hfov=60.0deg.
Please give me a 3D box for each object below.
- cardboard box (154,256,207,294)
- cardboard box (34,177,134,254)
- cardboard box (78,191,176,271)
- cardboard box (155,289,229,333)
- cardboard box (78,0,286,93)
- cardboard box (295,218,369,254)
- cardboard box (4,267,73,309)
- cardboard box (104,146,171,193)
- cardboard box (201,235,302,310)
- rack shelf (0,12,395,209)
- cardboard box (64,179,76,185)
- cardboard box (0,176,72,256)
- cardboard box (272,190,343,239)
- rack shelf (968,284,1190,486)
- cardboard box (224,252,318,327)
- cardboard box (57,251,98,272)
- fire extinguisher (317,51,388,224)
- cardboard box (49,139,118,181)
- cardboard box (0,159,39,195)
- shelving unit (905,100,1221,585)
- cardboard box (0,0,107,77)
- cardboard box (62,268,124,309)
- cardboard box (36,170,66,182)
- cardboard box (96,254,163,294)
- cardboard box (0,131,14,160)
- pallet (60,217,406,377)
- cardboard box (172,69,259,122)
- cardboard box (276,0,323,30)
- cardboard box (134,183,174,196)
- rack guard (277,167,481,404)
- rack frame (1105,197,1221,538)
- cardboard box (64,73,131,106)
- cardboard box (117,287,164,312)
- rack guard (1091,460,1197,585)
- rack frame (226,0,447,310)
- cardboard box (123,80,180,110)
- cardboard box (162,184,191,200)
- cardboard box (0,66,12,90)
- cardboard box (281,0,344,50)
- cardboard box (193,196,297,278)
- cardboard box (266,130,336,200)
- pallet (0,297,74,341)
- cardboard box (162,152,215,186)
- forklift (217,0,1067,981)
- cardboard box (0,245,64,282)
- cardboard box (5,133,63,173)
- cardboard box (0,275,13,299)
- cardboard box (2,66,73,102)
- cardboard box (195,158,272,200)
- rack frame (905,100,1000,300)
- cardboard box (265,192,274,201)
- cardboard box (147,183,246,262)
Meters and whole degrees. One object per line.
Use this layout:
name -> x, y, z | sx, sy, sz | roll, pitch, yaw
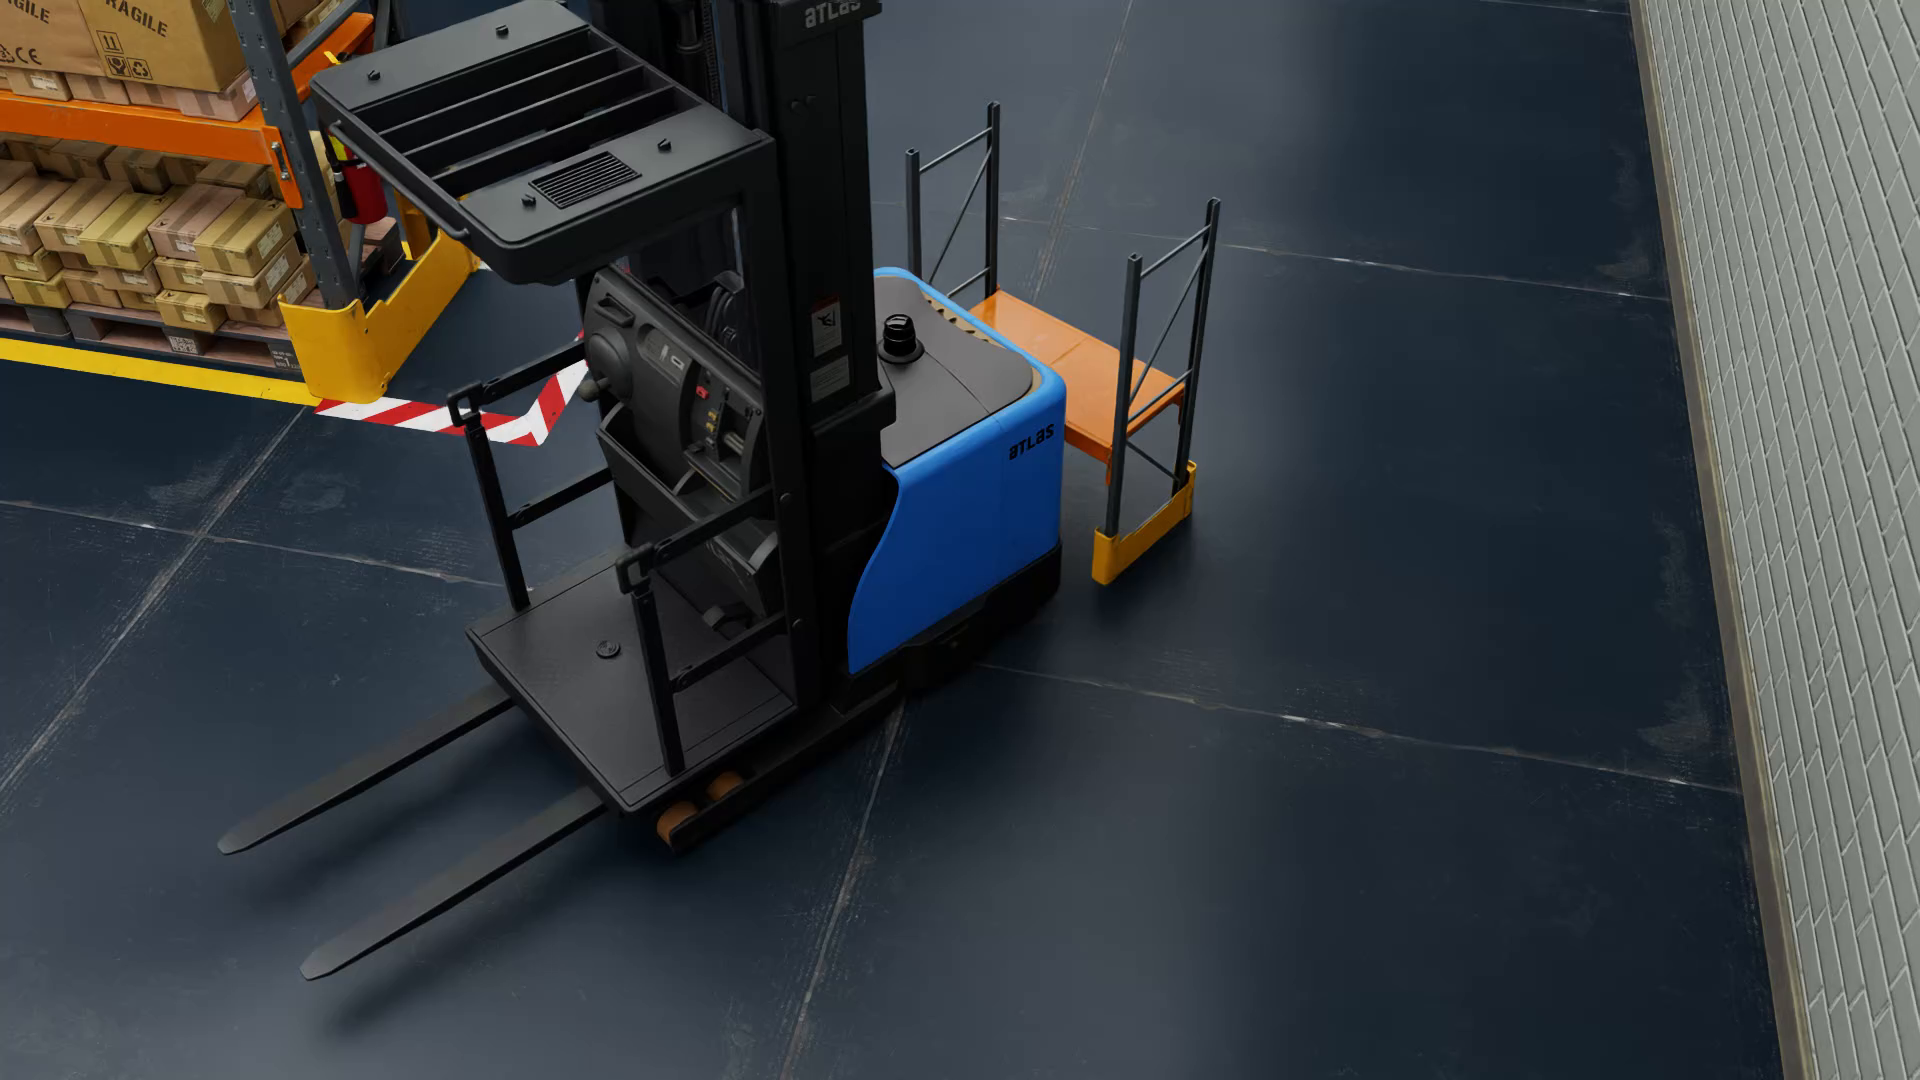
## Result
cardboard box -> -3.381, -1.279, 7.454 | 0.250, 0.149, 0.380 | 8, 44, 8
cardboard box -> -3.884, -1.444, 7.411 | 0.250, 0.149, 0.380 | 7, 44, 7
cardboard box -> -3.645, -1.362, 7.326 | 0.250, 0.149, 0.380 | 8, 44, 8
cardboard box -> -3.392, -1.118, 7.501 | 0.250, 0.149, 0.380 | 10, 45, 10
cardboard box -> -3.055, -2.121, 6.504 | 0.500, 0.500, 0.500 | 10, 45, 10
cardboard box -> -3.002, -1.505, 7.903 | 0.250, 0.149, 0.380 | 10, 45, 10
cardboard box -> -4.138, -1.241, 7.629 | 0.250, 0.149, 0.380 | 7, 44, 7
cardboard box -> -3.771, -1.799, 7.780 | 0.250, 0.149, 0.380 | 7, 44, 7
cardboard box -> -3.138, -1.202, 7.375 | 0.250, 0.149, 0.380 | 8, 44, 8
rack shelf -> -4.512, -2.128, 7.317 | 4.000, 0.370, 1.077 | 9, 45, 9
cardboard box -> -4.035, -1.714, 7.906 | 0.250, 0.149, 0.380 | 7, 44, 7
cardboard box -> -4.158, -1.447, 7.414 | 0.250, 0.149, 0.380 | 10, 45, 11
cardboard box -> -3.015, -1.569, 7.755 | 0.250, 0.149, 0.380 | 11, 45, 11
rack shelf -> 0.357, -0.632, 6.584 | 1.000, 0.185, 0.538 | 31, 52, 28
cardboard box -> -3.119, -1.147, 7.532 | 0.250, 0.149, 0.380 | 10, 45, 10
cardboard box -> -3.885, -1.390, 7.570 | 0.250, 0.149, 0.380 | 8, 45, 9
fire extinguisher -> -2.415, -1.572, 6.545 | 0.183, 0.674, 0.296 | 9, 45, 9
cardboard box -> -4.039, -1.847, 7.830 | 0.250, 0.149, 0.380 | 10, 45, 11
cardboard box -> -4.391, -1.562, 7.534 | 0.250, 0.149, 0.380 | 7, 44, 8
shelving unit -> 0.364, -0.757, 6.455 | 1.083, 1.500, 0.587 | 31, 52, 28
cardboard box -> -3.556, -2.203, 6.589 | 0.500, 0.500, 0.500 | 8, 45, 8
cardboard box -> -3.875, -1.244, 7.633 | 0.250, 0.149, 0.380 | 9, 45, 9
cardboard box -> -4.309, -1.727, 7.920 | 0.250, 0.149, 0.380 | 11, 45, 11
cardboard box -> -3.645, -1.280, 7.455 | 0.250, 0.149, 0.380 | 7, 44, 7
cardboard box -> -4.552, -1.891, 7.876 | 0.250, 0.149, 0.380 | 9, 45, 9
pallet -> -3.419, -1.238, 7.884 | 1.213, 0.211, 1.003 | 9, 45, 9
cardboard box -> -2.940, -1.852, 6.692 | 0.250, 0.149, 0.380 | 9, 45, 9
cardboard box -> -2.938, -2.483, 6.880 | 0.500, 0.500, 0.500 | 11, 45, 11
cardboard box -> -3.755, -1.738, 7.931 | 0.250, 0.149, 0.380 | 10, 45, 10
rack guard -> -2.634, -1.195, 7.631 | 0.348, 0.500, 1.175 | 9, 45, 9
rack frame -> 0.738, -0.528, 6.217 | 0.032, 1.500, 0.500 | 31, 52, 28
cardboard box -> -3.423, -1.943, 6.787 | 0.250, 0.149, 0.380 | 8, 45, 9
cardboard box -> -3.631, -1.216, 7.603 | 0.250, 0.149, 0.380 | 9, 45, 9
rack guard -> 0.738, -0.078, 6.651 | 0.087, 0.250, 0.587 | 31, 52, 28
rack frame -> -2.560, -2.084, 6.753 | 0.127, 3.000, 1.000 | 9, 45, 9
cardboard box -> -3.175, -1.915, 6.758 | 0.250, 0.149, 0.380 | 9, 45, 9
cardboard box -> -3.528, -1.626, 7.814 | 0.250, 0.149, 0.380 | 9, 45, 10
cardboard box -> -3.927, -2.025, 6.872 | 0.250, 0.149, 0.380 | 7, 44, 7
cardboard box -> -2.805, -2.265, 7.121 | 0.250, 0.149, 0.380 | 8, 45, 9
cardboard box -> -3.132, -1.332, 7.294 | 0.250, 0.149, 0.380 | 9, 45, 10
cardboard box -> -2.997, -1.732, 7.711 | 0.250, 0.149, 0.380 | 7, 44, 7
pallet -> -4.606, -1.424, 8.078 | 1.213, 0.211, 1.003 | 9, 45, 9
cardboard box -> -3.510, -1.817, 7.799 | 0.250, 0.149, 0.380 | 9, 45, 9
forklift -> -1.055, -0.421, 5.074 | 3.031, 2.935, 1.130 | -31, 52, -28
cardboard box -> -4.153, -1.350, 7.528 | 0.250, 0.149, 0.380 | 9, 45, 10
cardboard box -> -4.286, -1.918, 7.904 | 0.250, 0.149, 0.380 | 9, 45, 10
cardboard box -> -4.400, -1.296, 7.686 | 0.250, 0.149, 0.380 | 10, 45, 10
cardboard box -> -3.677, -1.966, 6.810 | 0.250, 0.149, 0.380 | 10, 45, 10
cardboard box -> -3.293, -1.692, 7.669 | 0.250, 0.149, 0.380 | 10, 45, 10
rack frame -> -0.024, -0.995, 6.702 | 0.032, 1.500, 0.500 | 31, 52, 28
cardboard box -> -3.270, -1.648, 7.838 | 0.250, 0.149, 0.380 | 9, 45, 9
cardboard box -> -3.365, -1.408, 7.374 | 0.250, 0.149, 0.380 | 10, 45, 10
